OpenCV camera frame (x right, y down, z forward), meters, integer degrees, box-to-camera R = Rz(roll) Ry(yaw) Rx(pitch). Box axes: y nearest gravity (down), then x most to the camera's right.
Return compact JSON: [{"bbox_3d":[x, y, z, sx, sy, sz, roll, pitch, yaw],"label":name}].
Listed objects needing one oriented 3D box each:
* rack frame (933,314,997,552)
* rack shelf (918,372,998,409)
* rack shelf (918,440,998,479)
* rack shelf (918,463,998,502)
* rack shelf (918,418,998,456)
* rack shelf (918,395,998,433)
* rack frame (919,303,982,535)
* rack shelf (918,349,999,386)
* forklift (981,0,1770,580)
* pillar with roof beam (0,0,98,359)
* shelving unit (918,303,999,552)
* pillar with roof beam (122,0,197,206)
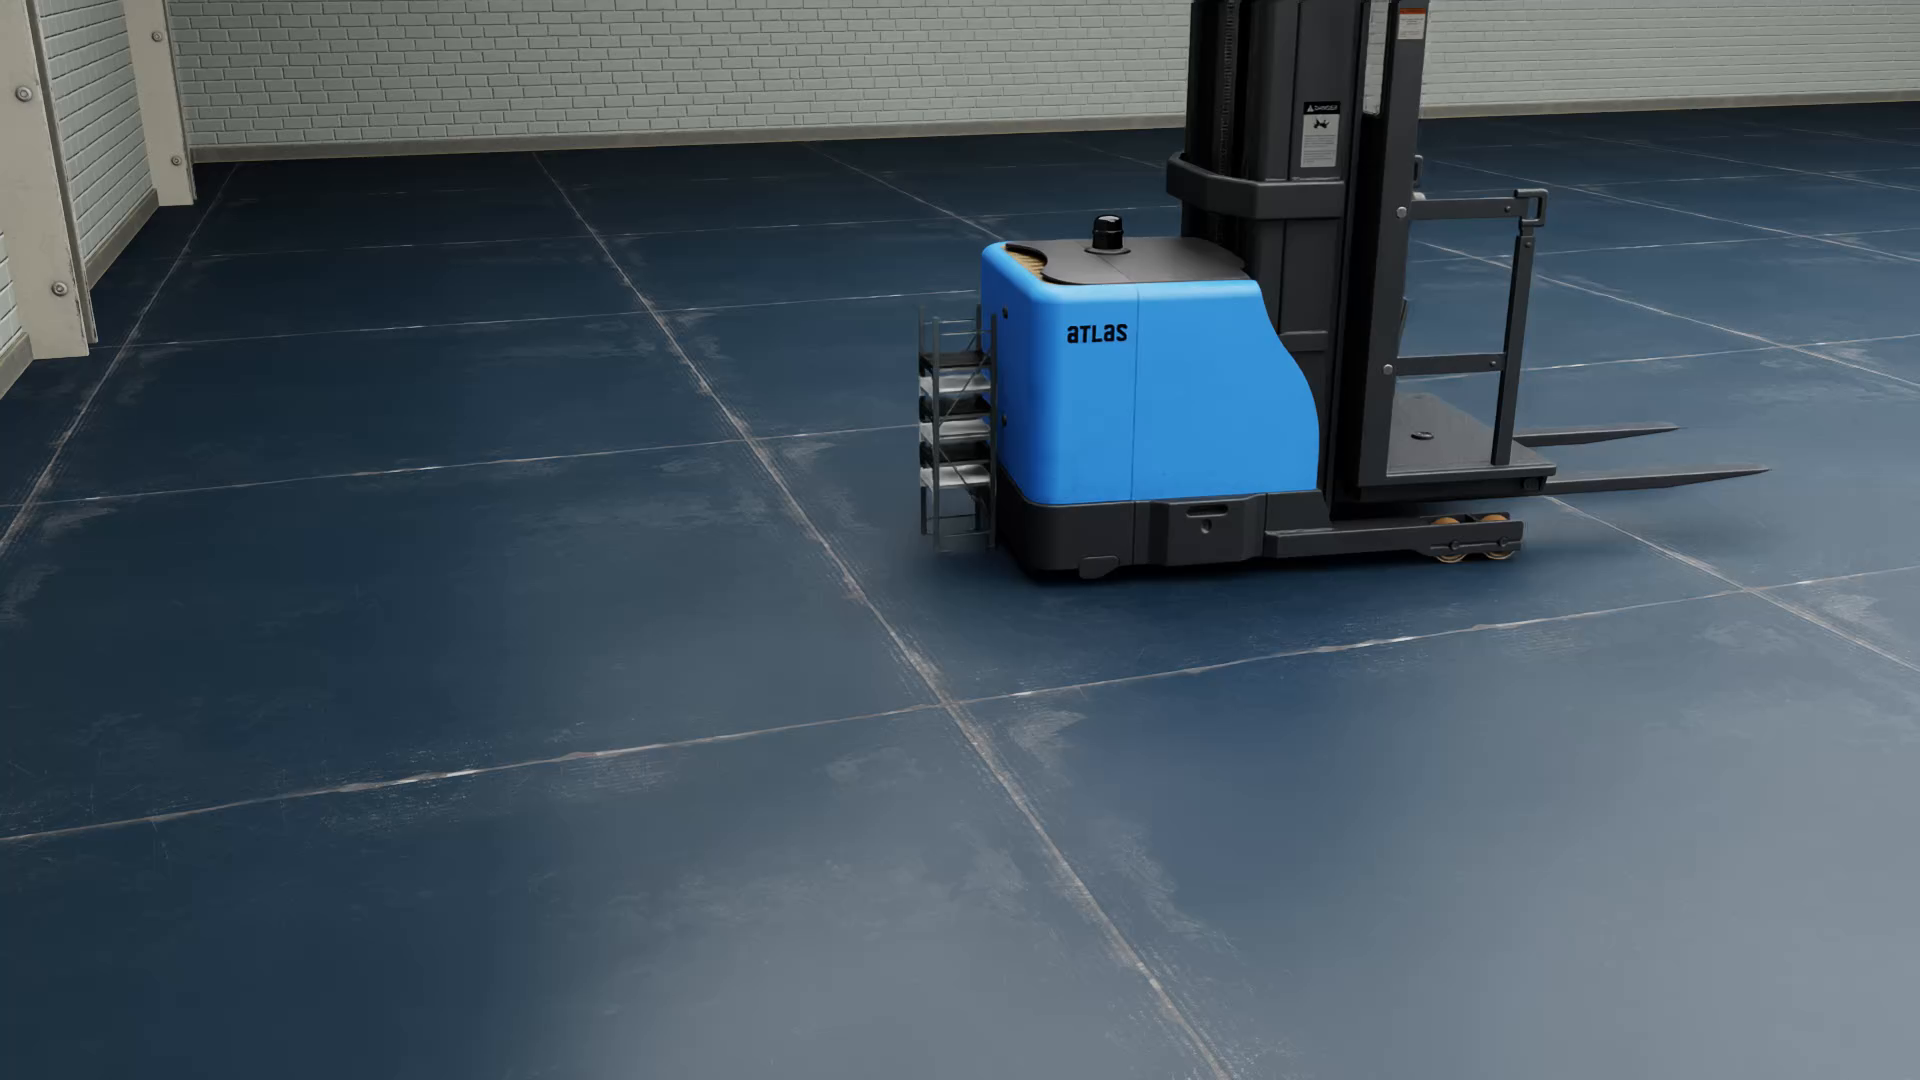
[{"bbox_3d":[0.018,-0.388,6.165,0.240,0.900,0.006,-5,20,-14],"label":"rack frame"},{"bbox_3d":[-0.009,-0.559,6.207,0.258,0.077,0.200,-5,20,-14],"label":"rack shelf"},{"bbox_3d":[-0.009,-0.305,6.299,0.258,0.077,0.200,-5,20,-14],"label":"rack shelf"},{"bbox_3d":[-0.009,-0.220,6.329,0.258,0.077,0.200,-5,20,-14],"label":"rack shelf"},{"bbox_3d":[-0.009,-0.390,6.268,0.258,0.077,0.200,-5,20,-14],"label":"rack shelf"},{"bbox_3d":[-0.009,-0.474,6.238,0.258,0.077,0.200,-5,20,-14],"label":"rack shelf"},{"bbox_3d":[-0.035,-0.454,6.349,0.240,0.900,0.006,-5,20,-14],"label":"rack frame"},{"bbox_3d":[-0.009,-0.644,6.177,0.258,0.077,0.200,-5,20,-14],"label":"rack shelf"},{"bbox_3d":[1.636,-1.465,6.159,3.031,2.935,1.130,-4,20,-10],"label":"forklift"},{"bbox_3d":[-0.989,-5.768,9.162,9.100,9.000,0.400,-6,21,-17],"label":"pillar with roof beam"},{"bbox_3d":[-0.009,-0.421,6.257,0.258,0.900,0.210,-5,20,-14],"label":"shelving unit"},{"bbox_3d":[-2.875,-7.693,14.523,9.100,9.000,0.400,-6,21,-17],"label":"pillar with roof beam"}]
